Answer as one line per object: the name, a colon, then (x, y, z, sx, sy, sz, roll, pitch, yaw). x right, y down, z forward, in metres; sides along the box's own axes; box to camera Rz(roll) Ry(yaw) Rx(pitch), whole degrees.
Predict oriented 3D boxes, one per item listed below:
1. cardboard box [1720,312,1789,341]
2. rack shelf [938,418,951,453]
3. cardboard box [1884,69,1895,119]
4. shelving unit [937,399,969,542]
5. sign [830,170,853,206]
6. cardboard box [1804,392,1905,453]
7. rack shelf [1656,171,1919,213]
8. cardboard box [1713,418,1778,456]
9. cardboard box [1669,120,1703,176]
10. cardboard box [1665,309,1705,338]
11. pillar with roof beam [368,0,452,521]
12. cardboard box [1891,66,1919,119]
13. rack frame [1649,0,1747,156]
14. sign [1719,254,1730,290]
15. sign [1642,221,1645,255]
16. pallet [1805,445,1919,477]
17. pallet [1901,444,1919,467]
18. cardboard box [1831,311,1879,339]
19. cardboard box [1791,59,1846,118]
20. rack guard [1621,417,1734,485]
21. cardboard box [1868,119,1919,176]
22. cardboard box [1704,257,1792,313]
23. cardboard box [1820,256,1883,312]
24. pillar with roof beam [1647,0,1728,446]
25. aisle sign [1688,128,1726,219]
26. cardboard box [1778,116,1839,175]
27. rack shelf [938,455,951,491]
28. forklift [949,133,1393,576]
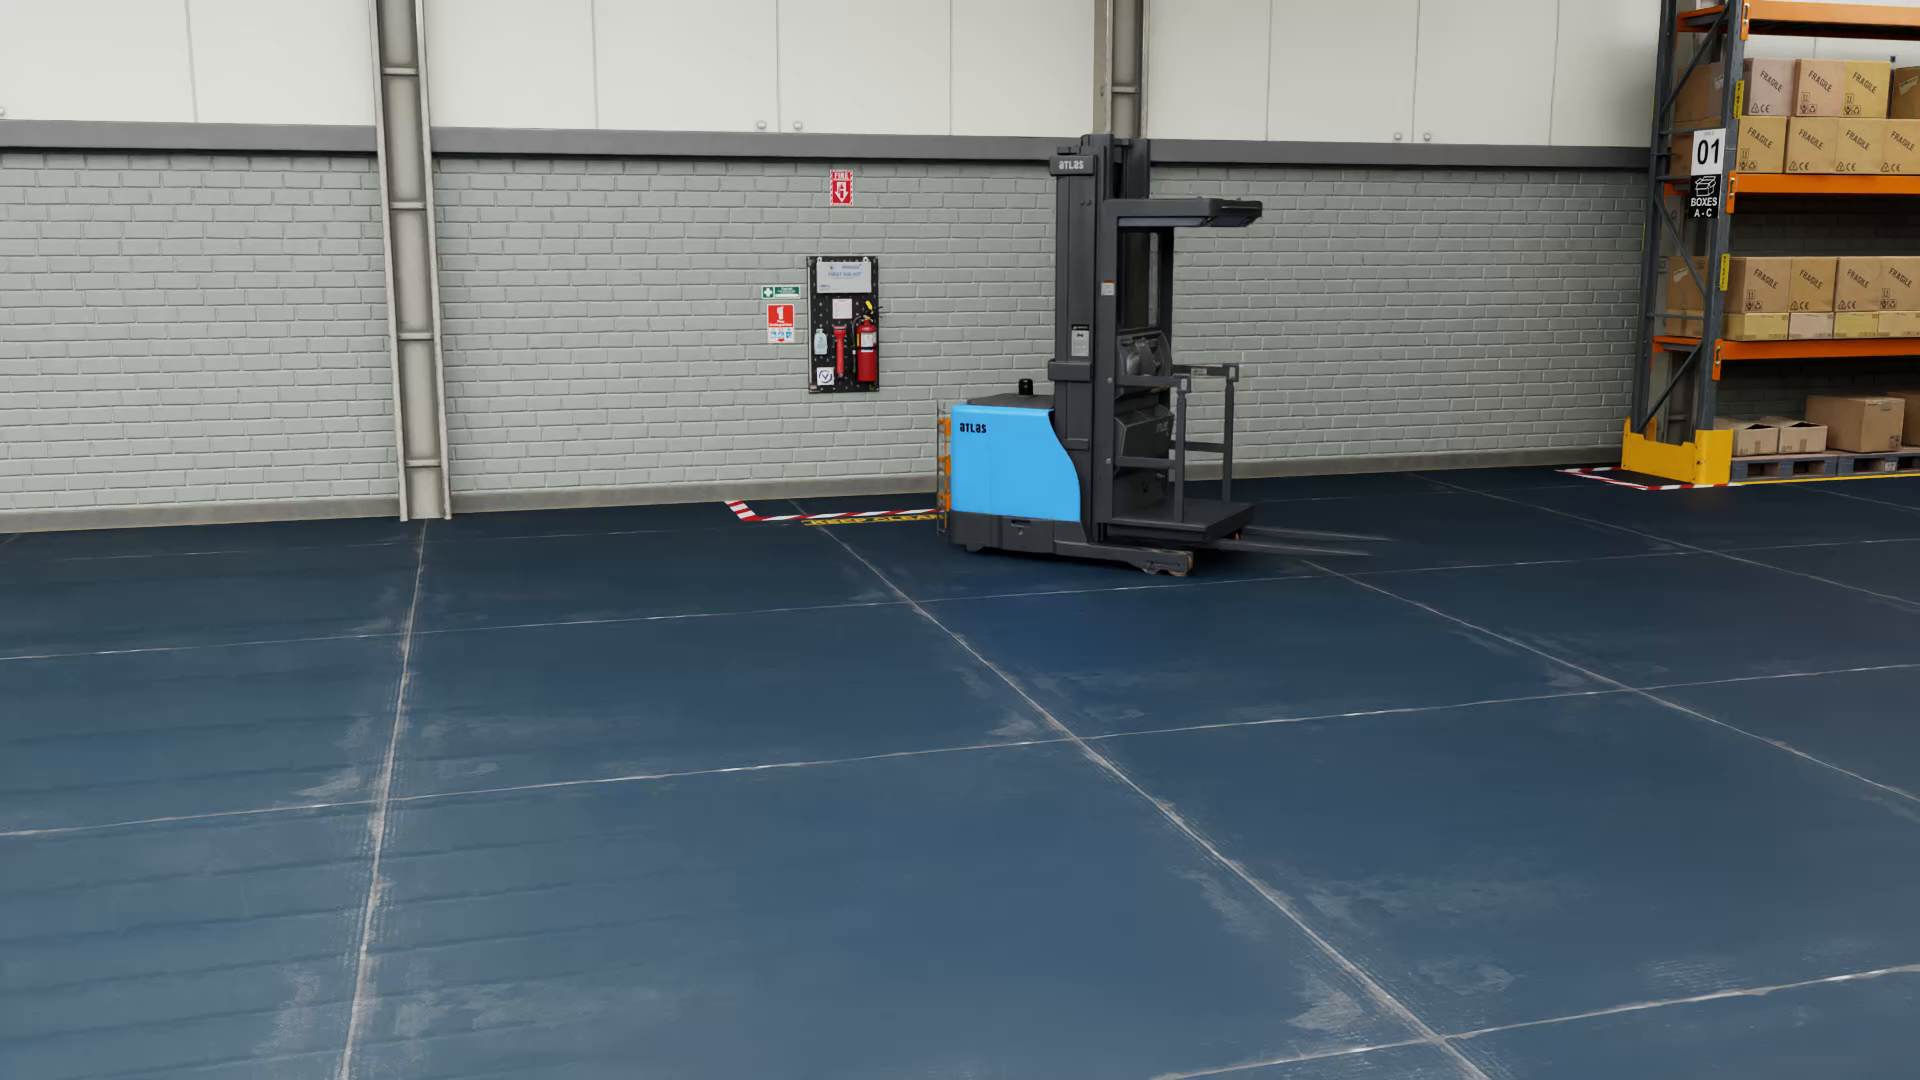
cardboard box: (7.296, -1.990, 15.432, 0.500, 0.250, 0.500, -3, 11, -18)
rack shelf: (-0.025, -0.794, 12.452, 0.240, 0.259, 0.215, -3, 11, -17)
cardboard box: (8.565, -4.253, 15.985, 0.500, 0.500, 0.500, -3, 11, -16)
shelving unit: (-0.025, -0.526, 12.502, 0.252, 1.050, 0.215, -3, 11, -17)
sign: (-1.011, -3.006, 14.185, 0.199, 0.298, 0.001, -3, 11, -16)
cardboard box: (8.694, -1.149, 16.189, 0.500, 0.500, 0.700, -4, 11, -20)
rack shelf: (8.659, -3.307, 15.930, 4.000, 0.370, 1.077, -3, 11, -16)
cardboard box: (7.428, -0.998, 15.895, 0.500, 0.311, 0.500, -4, 11, -22)
cardboard box: (7.069, -3.684, 15.658, 0.500, 0.500, 0.500, -2, 11, -12)
cardboard box: (7.133, -2.078, 15.910, 0.500, 0.250, 0.500, -3, 11, -15)
pillar with roof beam: (-3.149, -3.865, 8.689, 0.400, 9.000, 9.100, -3, 11, -16)
cardboard box: (9.152, -4.183, 15.605, 0.500, 0.500, 0.500, -3, 11, -18)
rack frame: (6.739, -5.035, 15.043, 0.127, 3.000, 1.000, -3, 11, -16)
sign: (6.891, -2.416, 14.996, 0.005, 0.325, 0.100, -3, 11, -16)
sign: (6.603, -2.907, 15.982, 0.005, 0.325, 0.100, -3, 11, -16)
pallet: (8.771, -0.813, 16.381, 1.213, 0.211, 1.003, -3, 11, -16)
pallet: (9.944, -0.876, 16.720, 1.213, 0.211, 1.003, -3, 11, -16)
cardboard box: (8.281, -2.044, 15.723, 0.500, 0.250, 0.500, -3, 11, -17)
cardboard box: (7.672, -4.105, 15.180, 0.500, 0.500, 0.500, -3, 11, -17)
rack guard: (6.812, -0.859, 15.834, 0.348, 0.500, 1.175, -3, 11, -16)
cardboard box: (8.661, -3.671, 15.588, 0.500, 0.500, 0.500, -2, 11, -12)
cardboard box: (7.281, -2.362, 15.378, 0.500, 0.500, 0.500, -3, 11, -16)
cardboard box: (8.256, -2.410, 15.640, 0.500, 0.500, 0.500, -3, 11, -18)
pillar with roof beam: (8.372, -4.473, 11.987, 0.400, 9.000, 9.100, -3, 11, -16)
aisle sign: (6.754, -3.308, 15.048, 0.004, 0.787, 0.394, -3, 11, -16)
cardboard box: (7.655, -3.613, 15.274, 0.500, 0.500, 0.500, -2, 11, -12)
rack shelf: (-0.025, -0.515, 12.504, 0.240, 0.259, 0.215, -3, 11, -17)
forklift: (1.467, -1.306, 11.544, 3.031, 2.935, 1.130, 5, 12, 27)
